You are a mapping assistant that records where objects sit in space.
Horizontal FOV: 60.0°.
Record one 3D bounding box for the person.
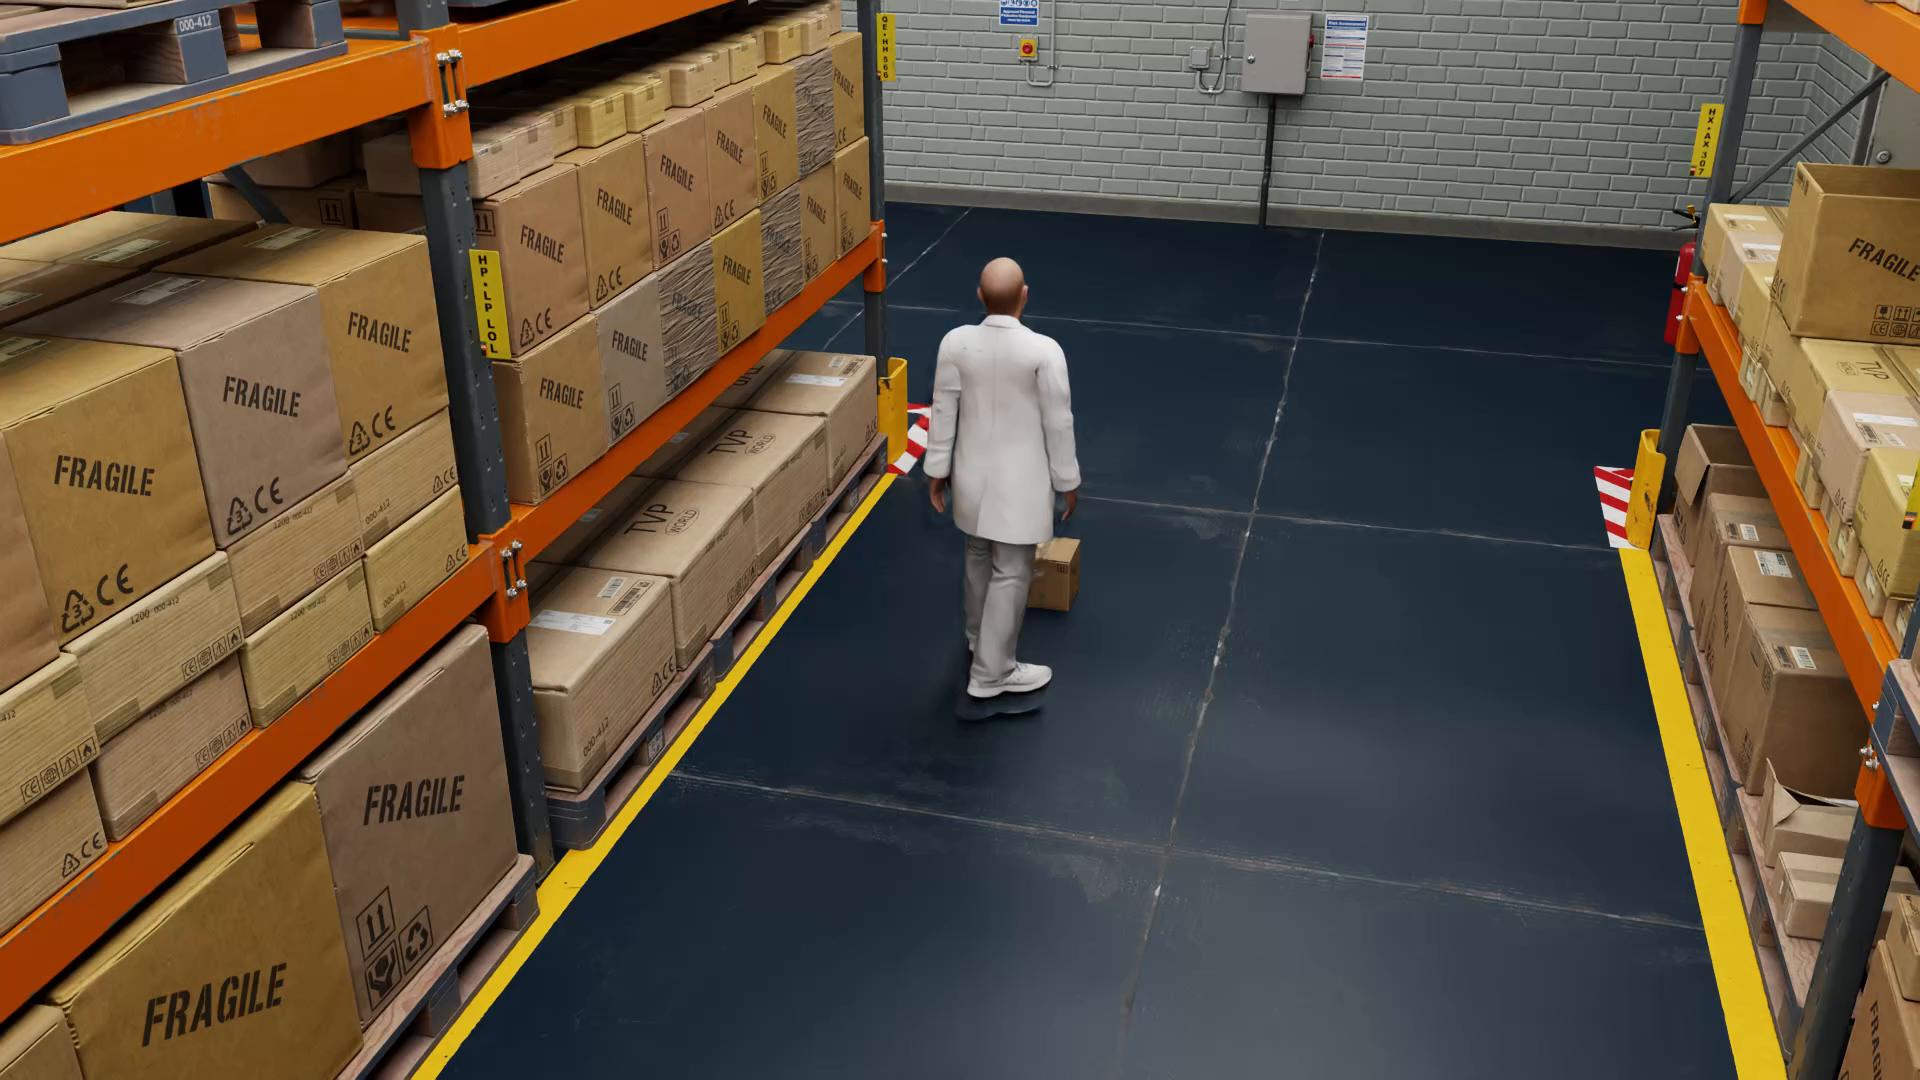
[{"bbox_3d":[0.252,-0.318,6.787,0.620,1.779,0.742,10,27,20],"label":"person"}]
